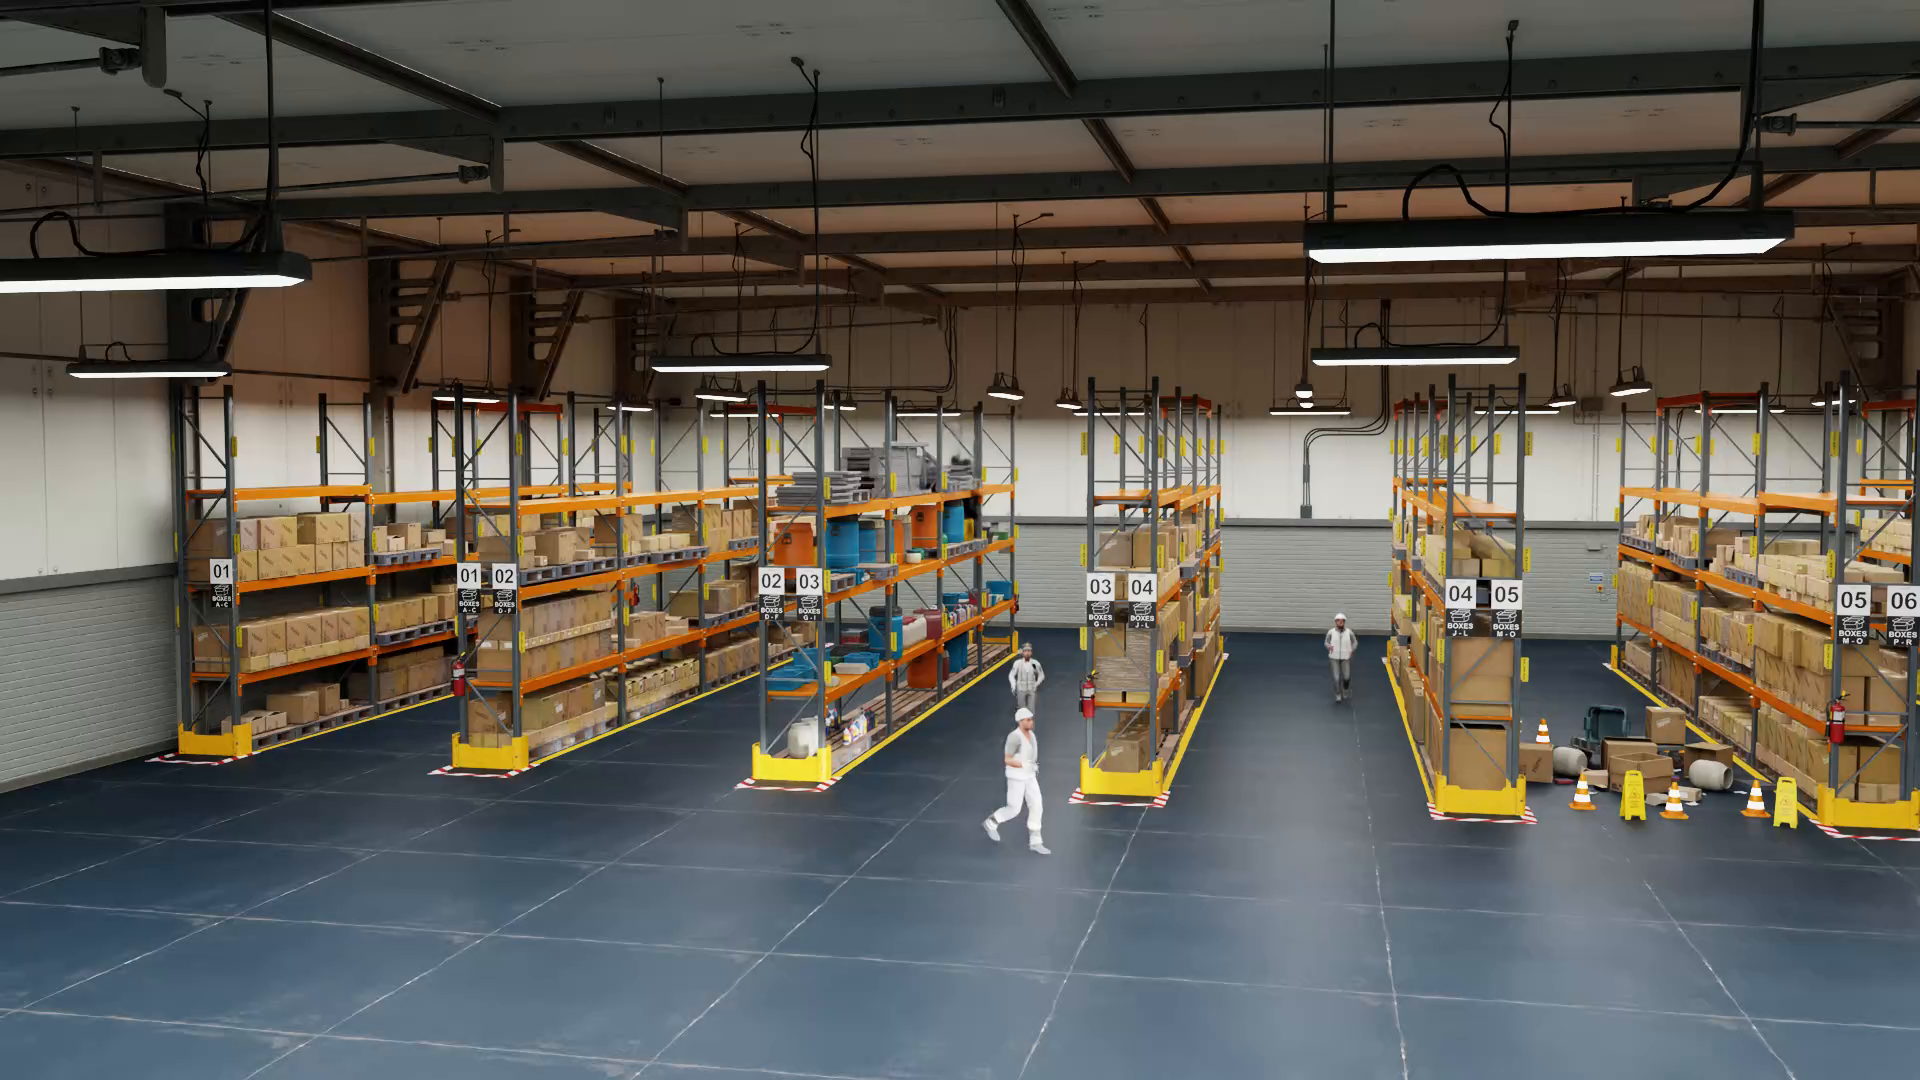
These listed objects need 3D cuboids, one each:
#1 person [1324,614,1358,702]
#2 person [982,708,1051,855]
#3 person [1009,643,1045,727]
[{"bbox_3d":[7.444,2.308,32.509,0.649,1.726,0.578,1,3,12],"label":"person"},{"bbox_3d":[0.713,2.957,20.592,0.953,1.787,0.636,2,4,37],"label":"person"},{"bbox_3d":[1.151,2.588,28.548,0.616,1.660,0.554,0,3,0],"label":"person"}]
